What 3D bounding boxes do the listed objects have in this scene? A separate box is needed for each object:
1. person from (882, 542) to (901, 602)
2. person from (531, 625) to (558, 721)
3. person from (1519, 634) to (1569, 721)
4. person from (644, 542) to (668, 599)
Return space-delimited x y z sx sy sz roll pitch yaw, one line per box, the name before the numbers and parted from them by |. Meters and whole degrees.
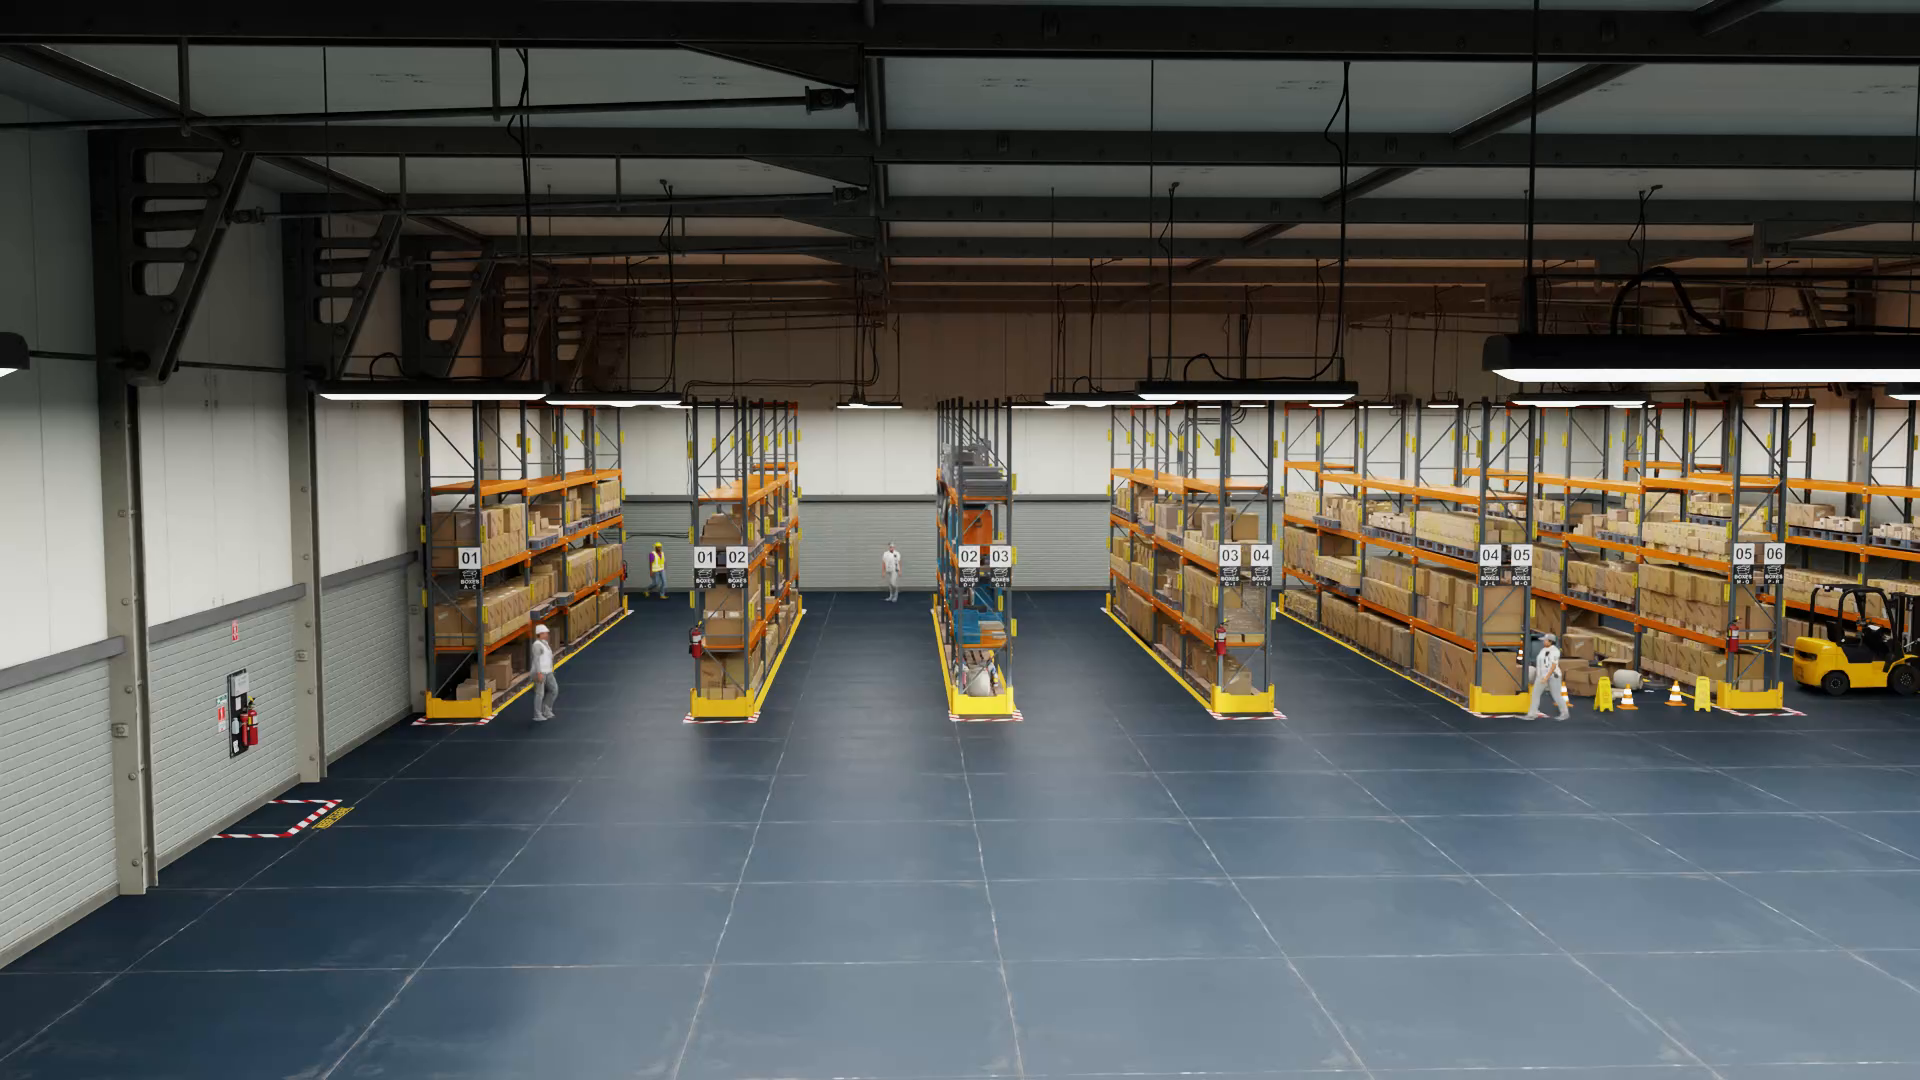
person | -2.081 0.980 50.218 0.532 1.838 0.497 3 6 38
person | -7.750 2.466 30.872 0.407 1.787 0.599 1 5 12
person | 10.818 2.532 30.656 0.930 1.621 0.470 -2 5 -25
person | -9.245 0.934 50.696 0.748 1.734 0.648 3 5 33
